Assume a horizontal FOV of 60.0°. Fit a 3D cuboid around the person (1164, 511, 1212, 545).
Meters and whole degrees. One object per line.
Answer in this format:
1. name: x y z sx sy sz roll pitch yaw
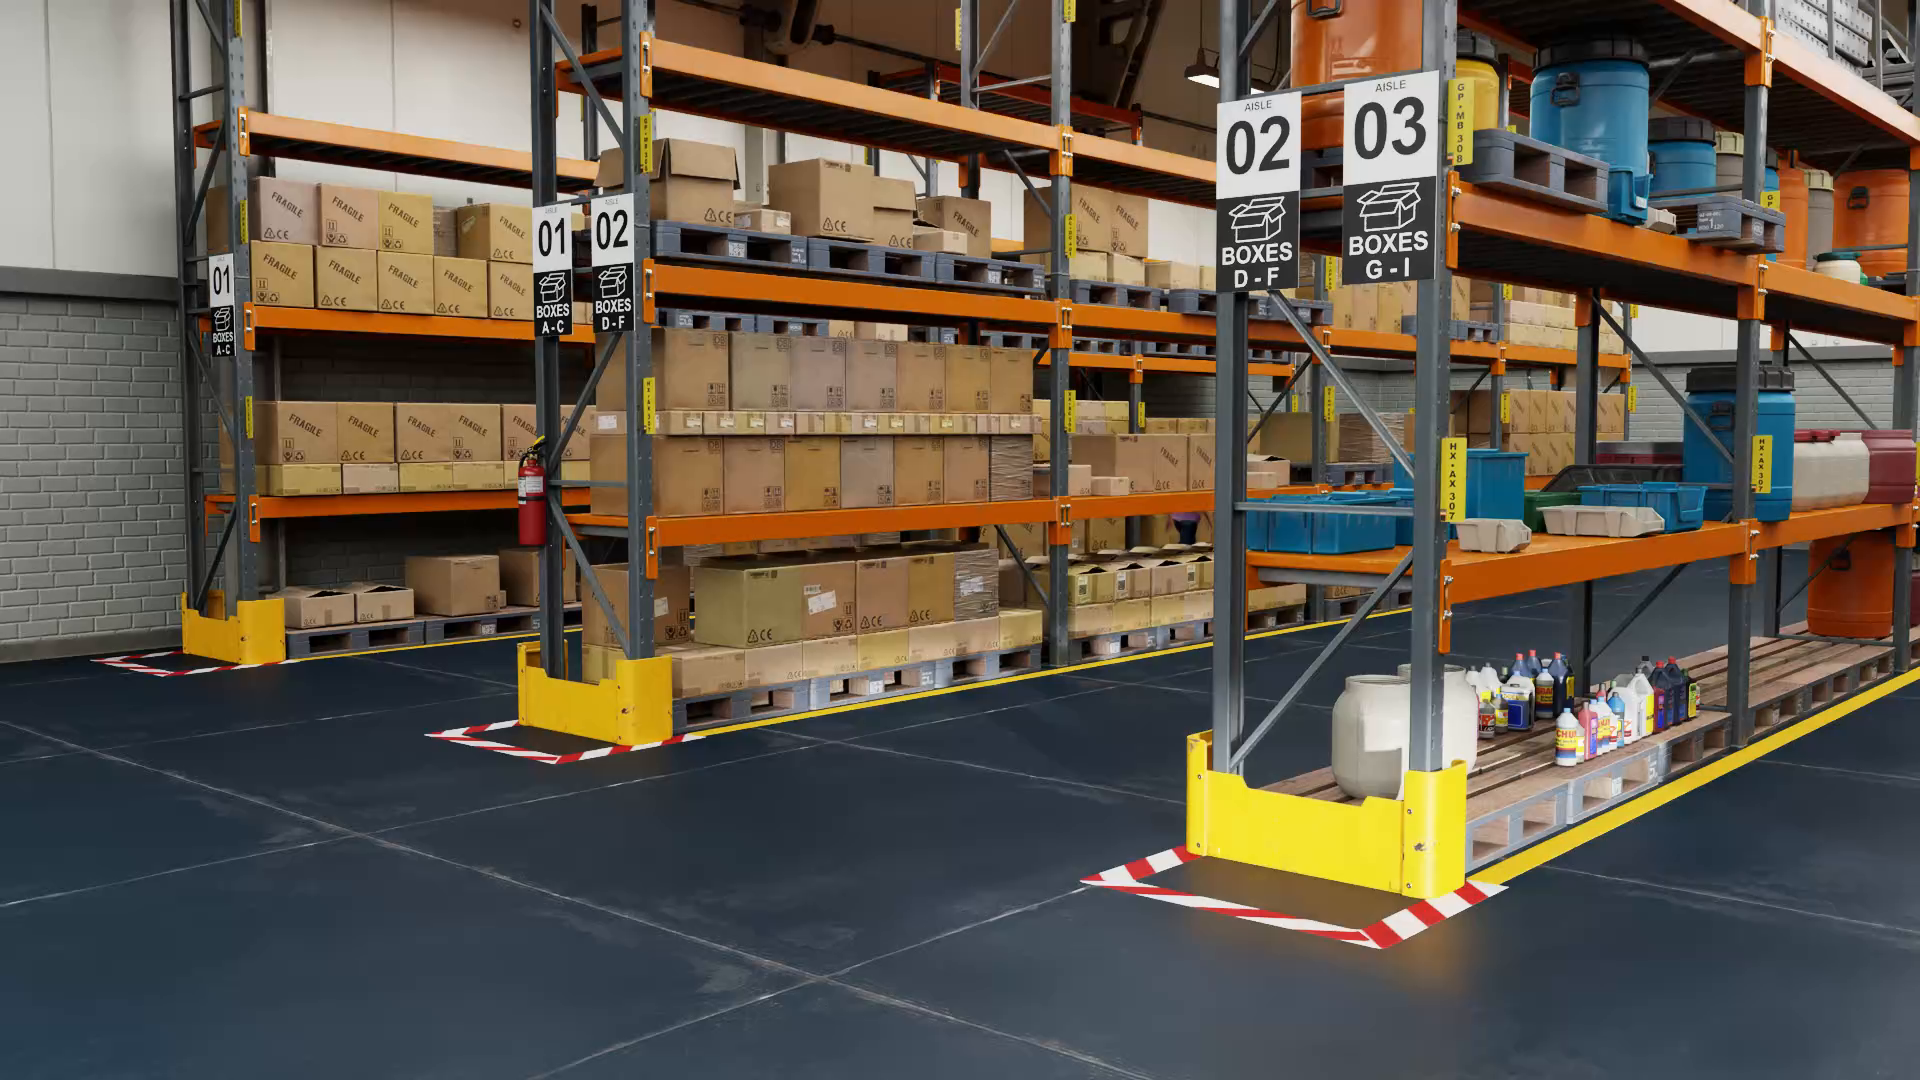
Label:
1. person: 2.577 -0.188 18.631 0.719 1.620 0.467 -2 4 -30
